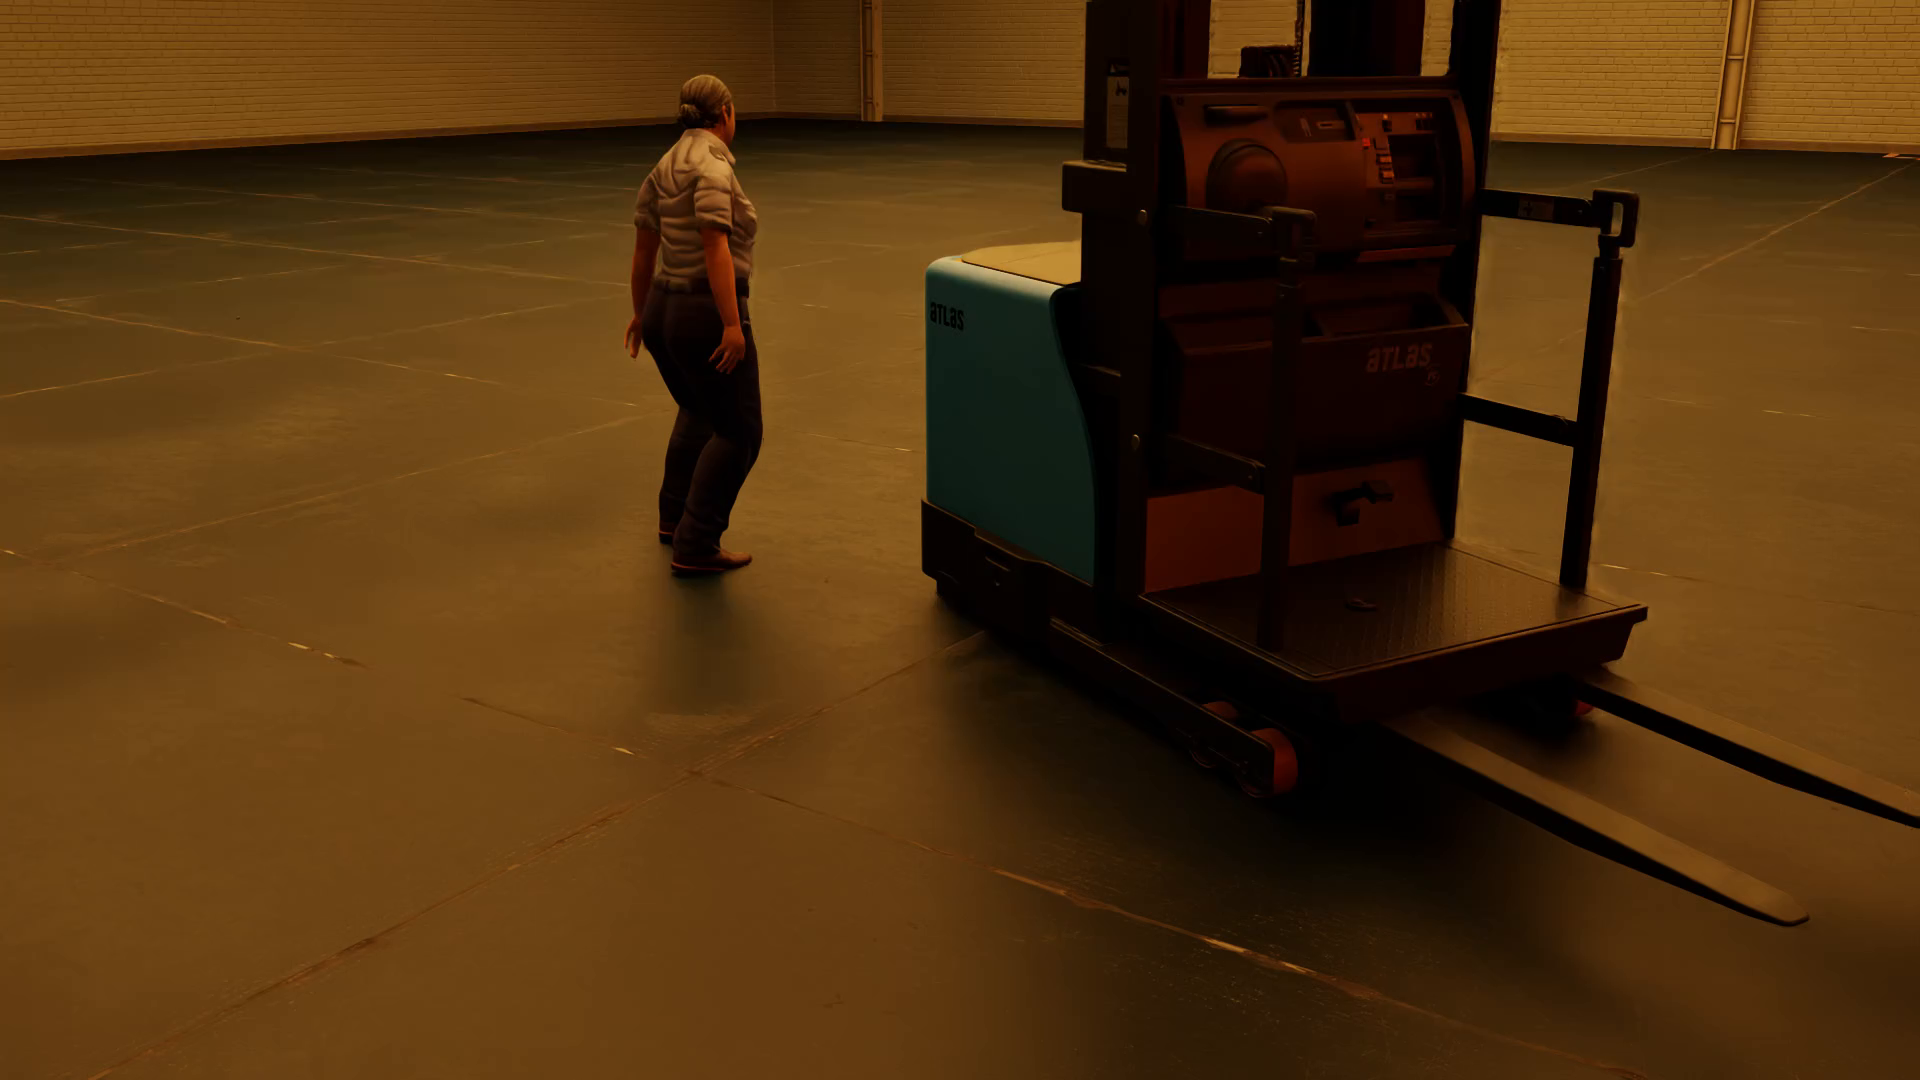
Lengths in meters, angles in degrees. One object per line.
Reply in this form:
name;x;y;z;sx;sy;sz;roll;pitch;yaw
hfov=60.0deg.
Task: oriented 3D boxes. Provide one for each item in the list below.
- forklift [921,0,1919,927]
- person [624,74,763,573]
forklift;1.024;-0.943;3.984;1.130;2.935;3.031;-9;19;-27
person;-0.895;-0.715;5.567;0.395;1.624;0.827;-12;20;-34
